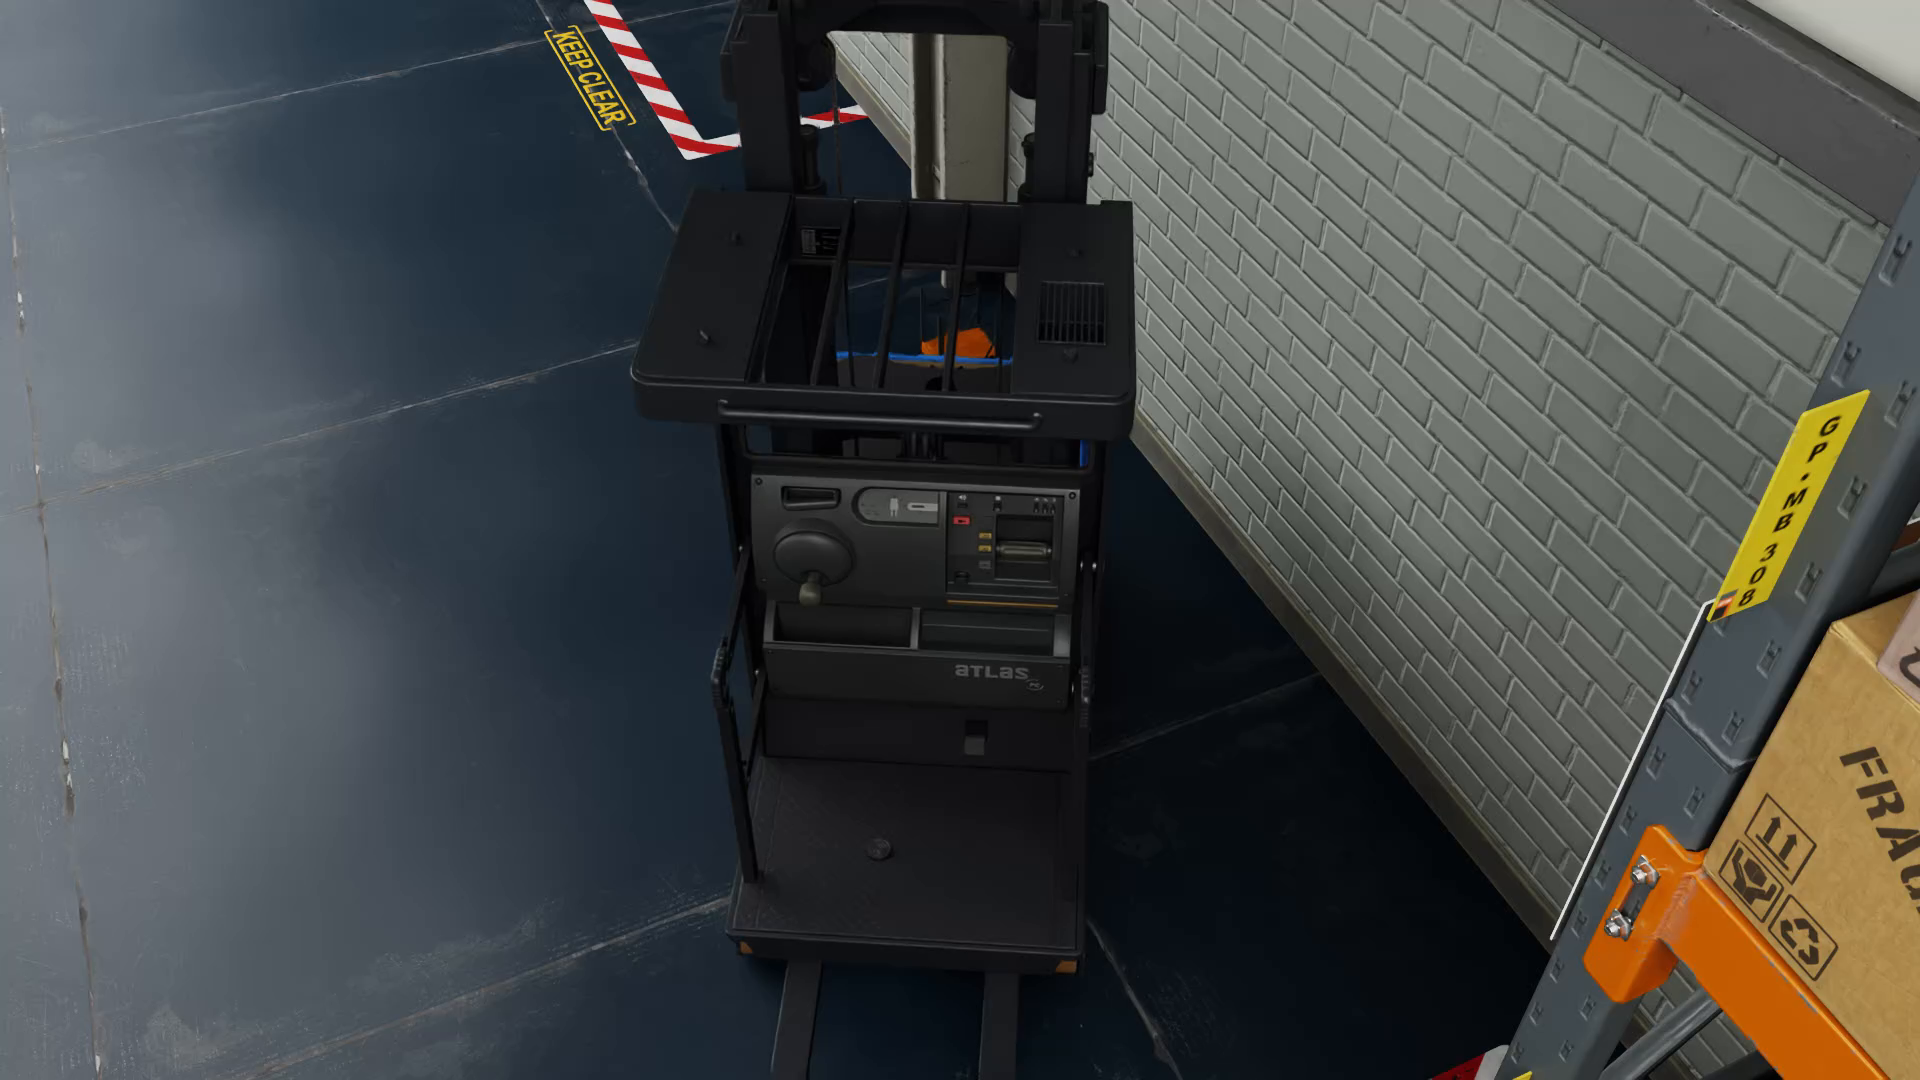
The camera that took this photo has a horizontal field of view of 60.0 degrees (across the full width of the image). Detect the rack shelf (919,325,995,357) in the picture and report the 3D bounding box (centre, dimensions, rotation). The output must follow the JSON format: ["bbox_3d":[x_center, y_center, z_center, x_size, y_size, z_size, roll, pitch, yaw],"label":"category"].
[{"bbox_3d":[0.002,-0.678,6.134,0.258,0.103,0.180,-15,47,-15],"label":"rack shelf"}]

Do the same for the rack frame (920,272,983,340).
[{"bbox_3d":[-0.031,-0.514,6.416,0.240,1.200,0.006,-15,47,-15],"label":"rack frame"}]

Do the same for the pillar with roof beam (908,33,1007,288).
[{"bbox_3d":[-3.919,-3.311,3.698,9.100,9.000,0.400,-18,47,-17],"label":"pillar with roof beam"}]

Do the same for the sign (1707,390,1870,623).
[{"bbox_3d":[0.938,-0.032,1.889,0.100,0.325,0.005,-18,47,-17],"label":"sign"}]

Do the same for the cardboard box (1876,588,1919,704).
[{"bbox_3d":[1.372,0.037,1.644,0.500,0.500,0.500,-21,48,-20],"label":"cardboard box"}]

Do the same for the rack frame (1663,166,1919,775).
[{"bbox_3d":[1.431,-0.949,1.305,1.000,3.000,0.127,-18,47,-17],"label":"rack frame"}]

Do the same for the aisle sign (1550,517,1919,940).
[{"bbox_3d":[1.128,0.304,2.456,0.394,0.787,0.004,-18,47,-17],"label":"aisle sign"}]

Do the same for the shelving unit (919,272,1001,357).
[{"bbox_3d":[0.002,-0.454,6.355,0.258,1.200,0.189,-15,47,-15],"label":"shelving unit"}]

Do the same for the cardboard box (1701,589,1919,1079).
[{"bbox_3d":[1.344,0.363,2.025,0.500,0.500,0.500,-17,47,-16],"label":"cardboard box"}]

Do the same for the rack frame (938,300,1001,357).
[{"bbox_3d":[0.035,-0.394,6.294,0.240,1.200,0.006,-15,47,-15],"label":"rack frame"}]

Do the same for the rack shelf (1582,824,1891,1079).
[{"bbox_3d":[2.272,1.649,1.319,1.077,0.370,4.000,-18,47,-17],"label":"rack shelf"}]

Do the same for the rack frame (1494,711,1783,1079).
[{"bbox_3d":[1.431,1.186,3.412,1.000,3.000,0.127,-18,47,-17],"label":"rack frame"}]

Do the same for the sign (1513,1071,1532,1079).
[{"bbox_3d":[0.938,1.039,2.945,0.100,0.325,0.005,-18,47,-17],"label":"sign"}]

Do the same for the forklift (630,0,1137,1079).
[{"bbox_3d":[-0.140,0.096,4.566,1.130,2.935,3.031,3,45,3],"label":"forklift"}]
